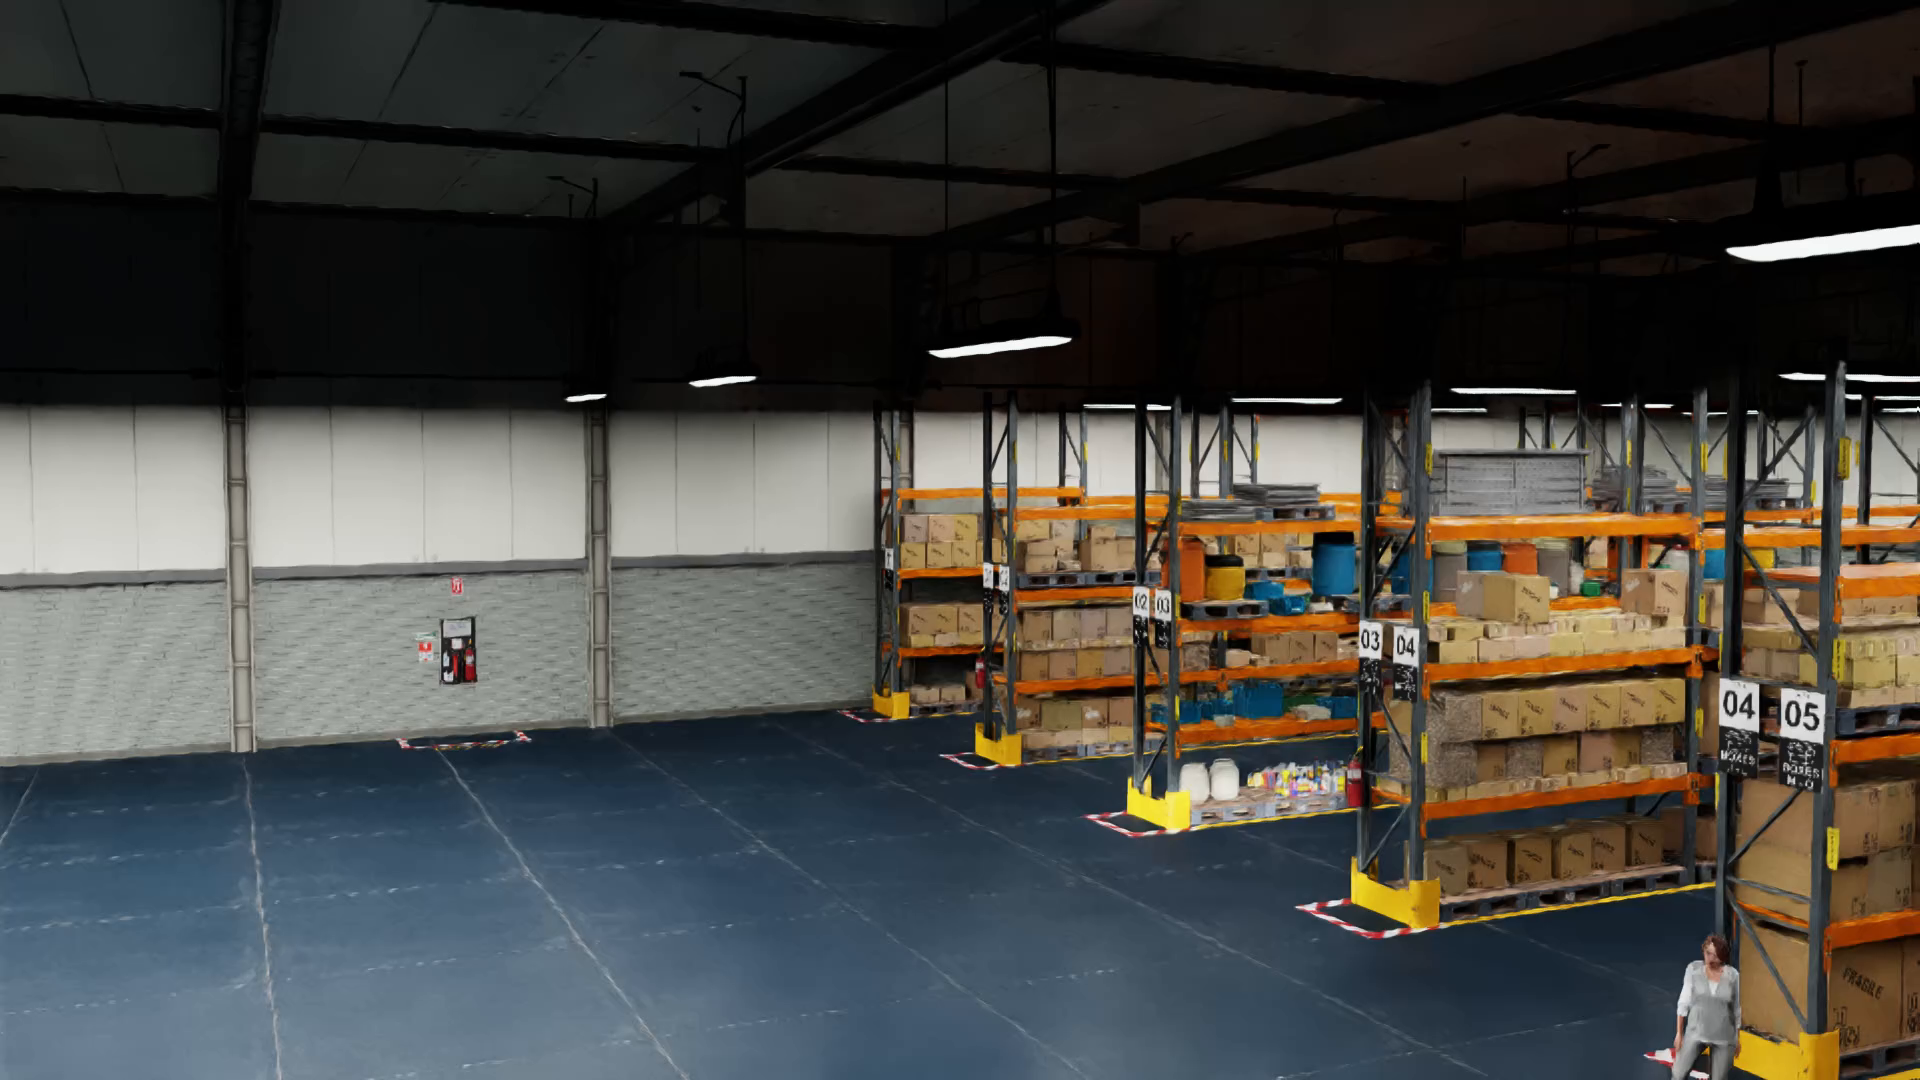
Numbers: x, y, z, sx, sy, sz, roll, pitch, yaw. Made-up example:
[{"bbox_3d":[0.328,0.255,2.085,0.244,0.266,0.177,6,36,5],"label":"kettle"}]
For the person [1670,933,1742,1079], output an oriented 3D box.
[{"bbox_3d":[5.451,3.650,12.274,0.572,1.586,0.465,1,4,22],"label":"person"}]
